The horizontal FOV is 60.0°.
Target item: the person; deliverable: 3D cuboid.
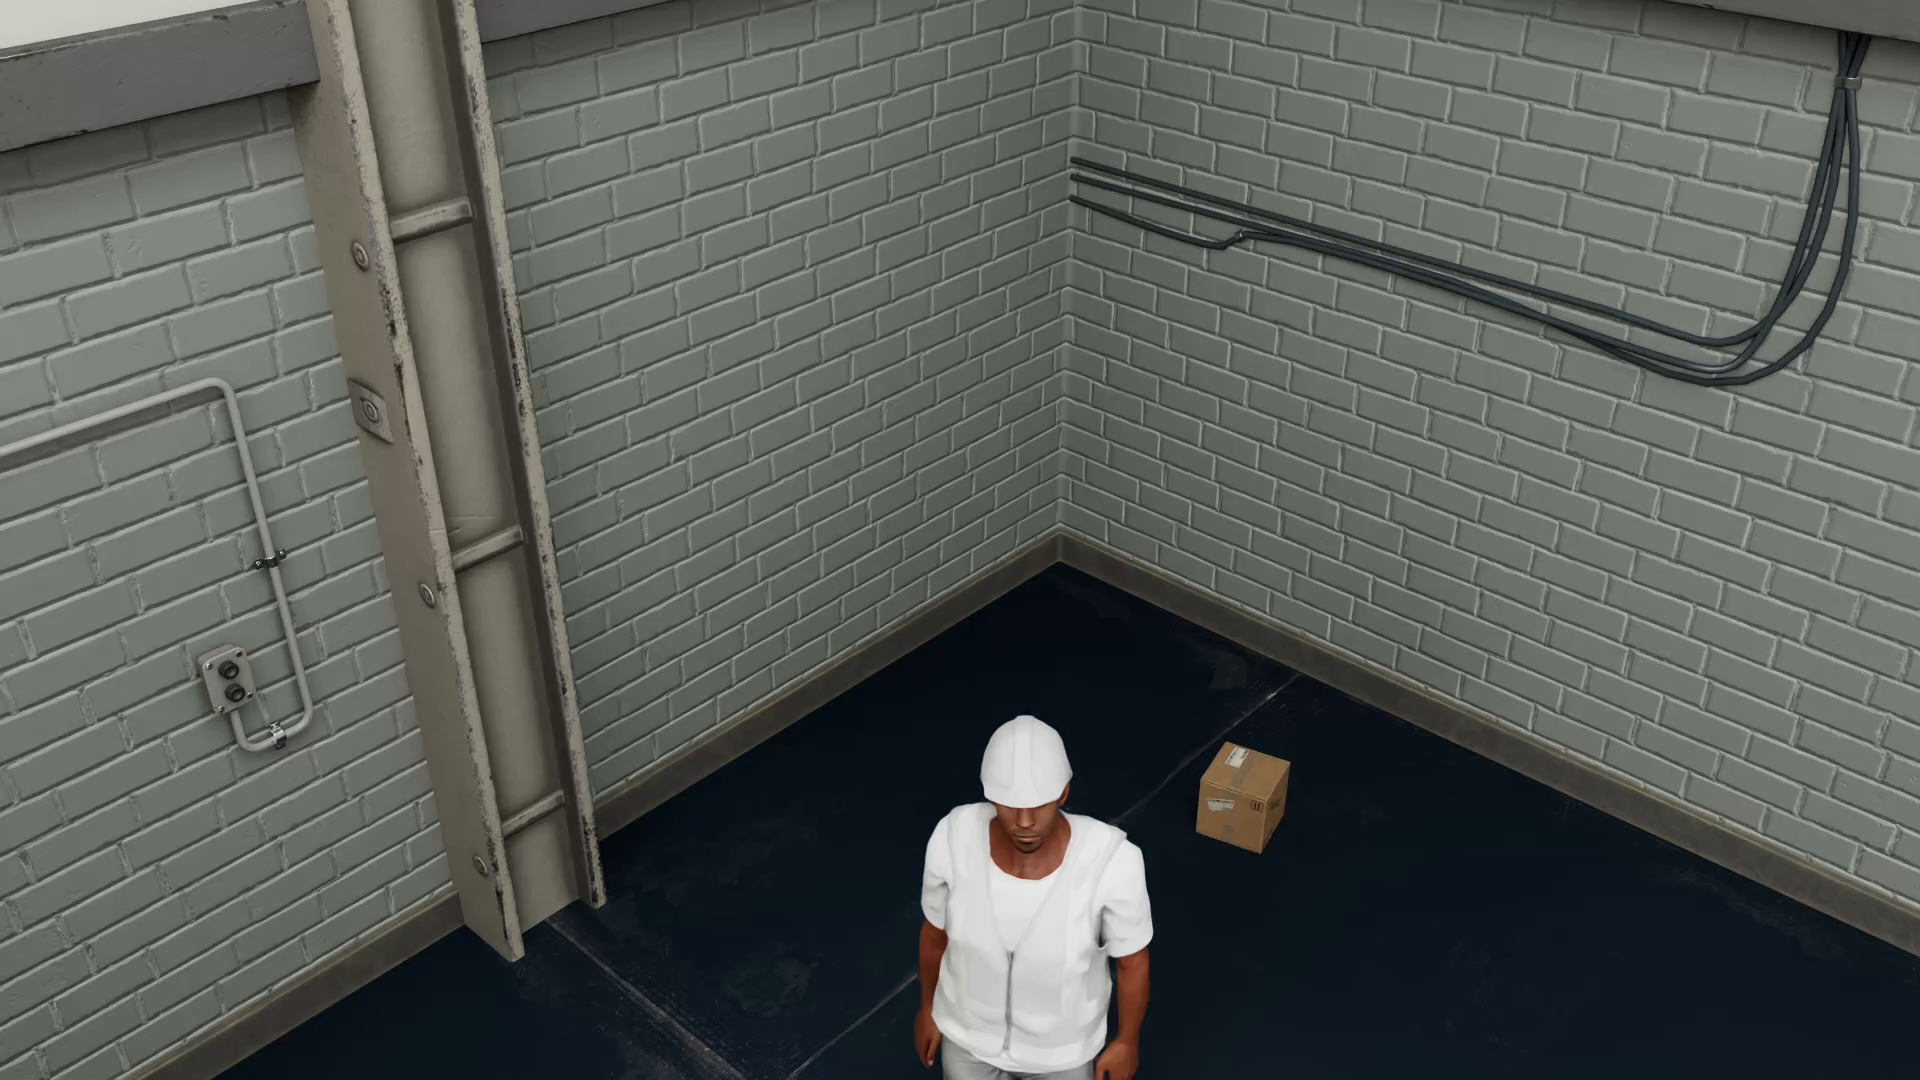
[{"bbox_3d":[0.168,1.181,4.128,0.588,1.748,0.679,8,32,13],"label":"person"}]
